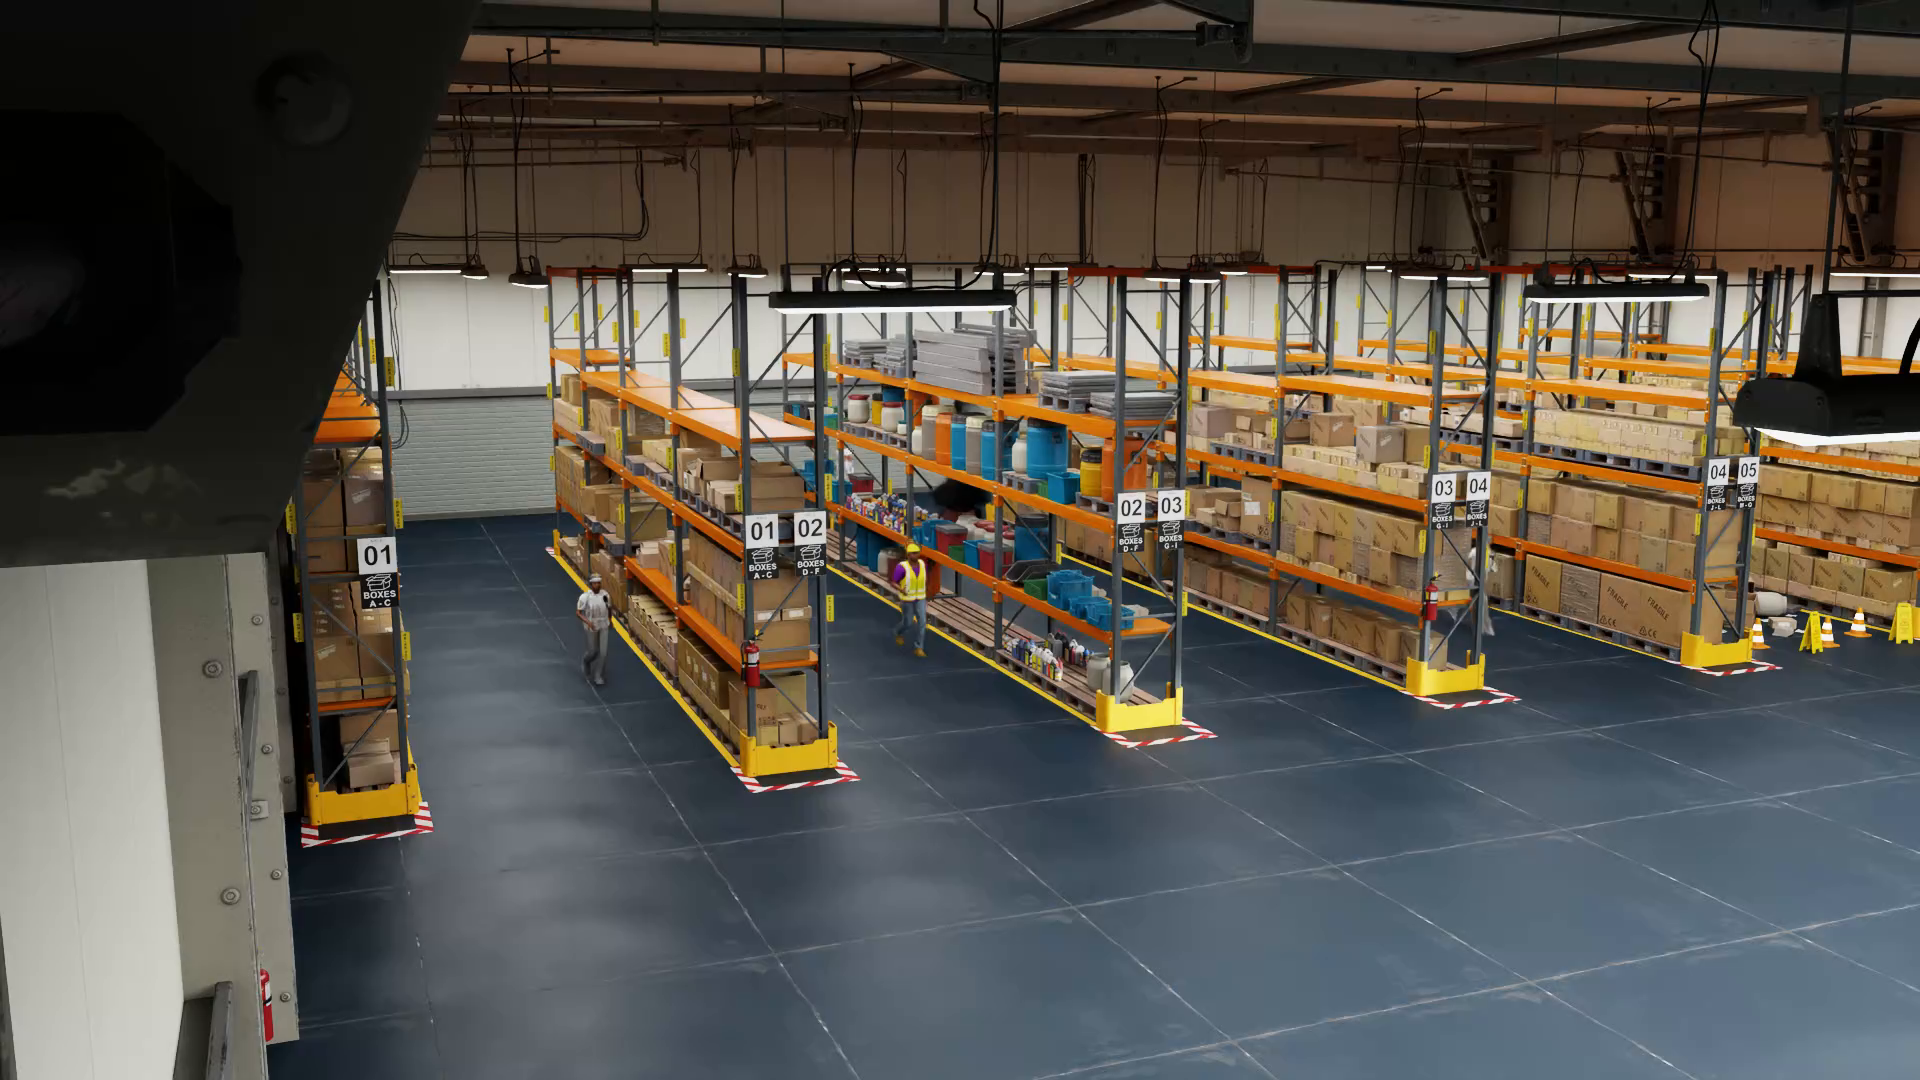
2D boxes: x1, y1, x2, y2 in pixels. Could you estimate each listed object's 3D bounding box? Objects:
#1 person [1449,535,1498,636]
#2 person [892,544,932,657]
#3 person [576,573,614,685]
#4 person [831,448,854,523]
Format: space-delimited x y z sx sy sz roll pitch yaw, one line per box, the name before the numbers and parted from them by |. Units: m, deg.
person | 8.624 0.702 27.890 0.614 1.695 1.003 -7 12 -34
person | -0.758 0.907 25.986 0.685 1.744 0.900 -5 11 -25
person | -5.363 1.286 24.517 0.562 1.650 0.589 -6 12 -32
person | -2.653 -1.274 38.815 0.845 1.746 0.668 -1 10 -5
